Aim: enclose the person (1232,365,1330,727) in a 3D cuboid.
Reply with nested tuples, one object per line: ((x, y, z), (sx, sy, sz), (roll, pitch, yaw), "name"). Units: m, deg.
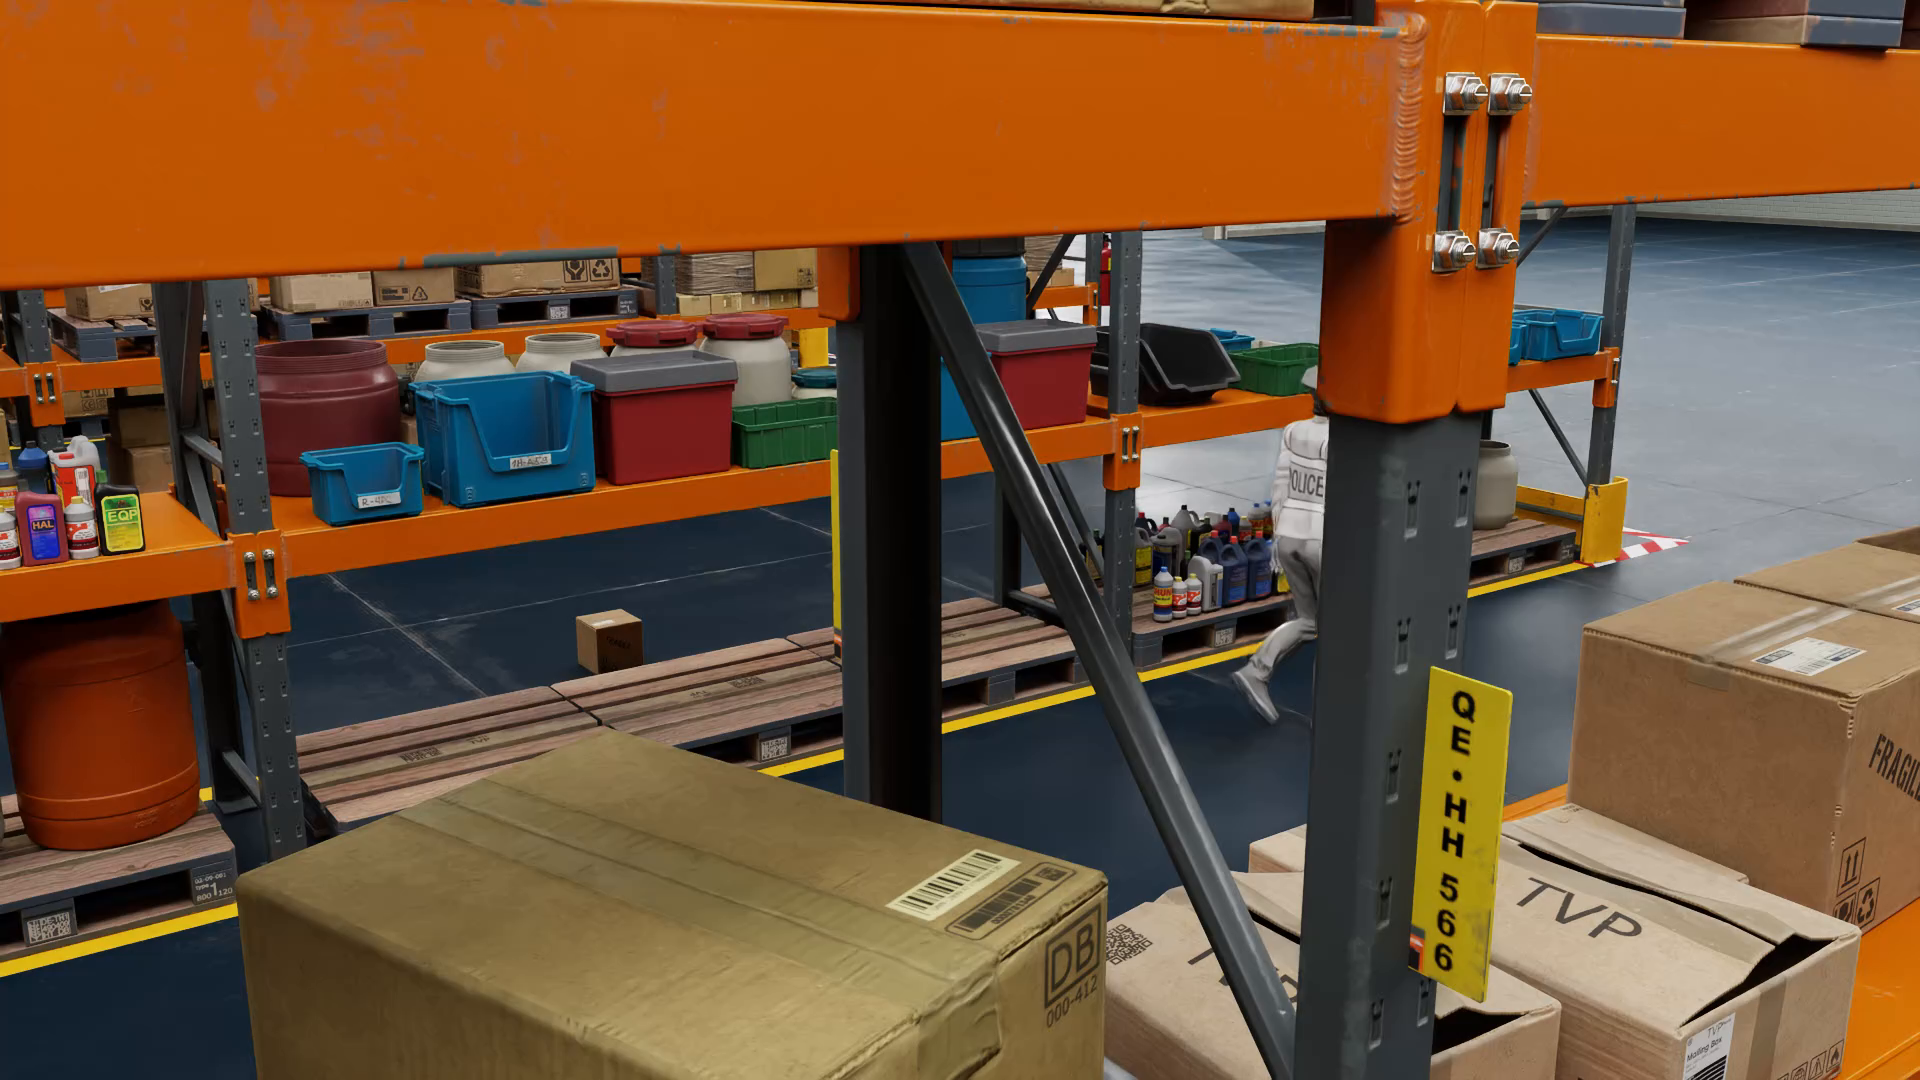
((1.515, 0.035, 7.388), (0.640, 1.660, 0.519), (-8, 17, -30), "person")
